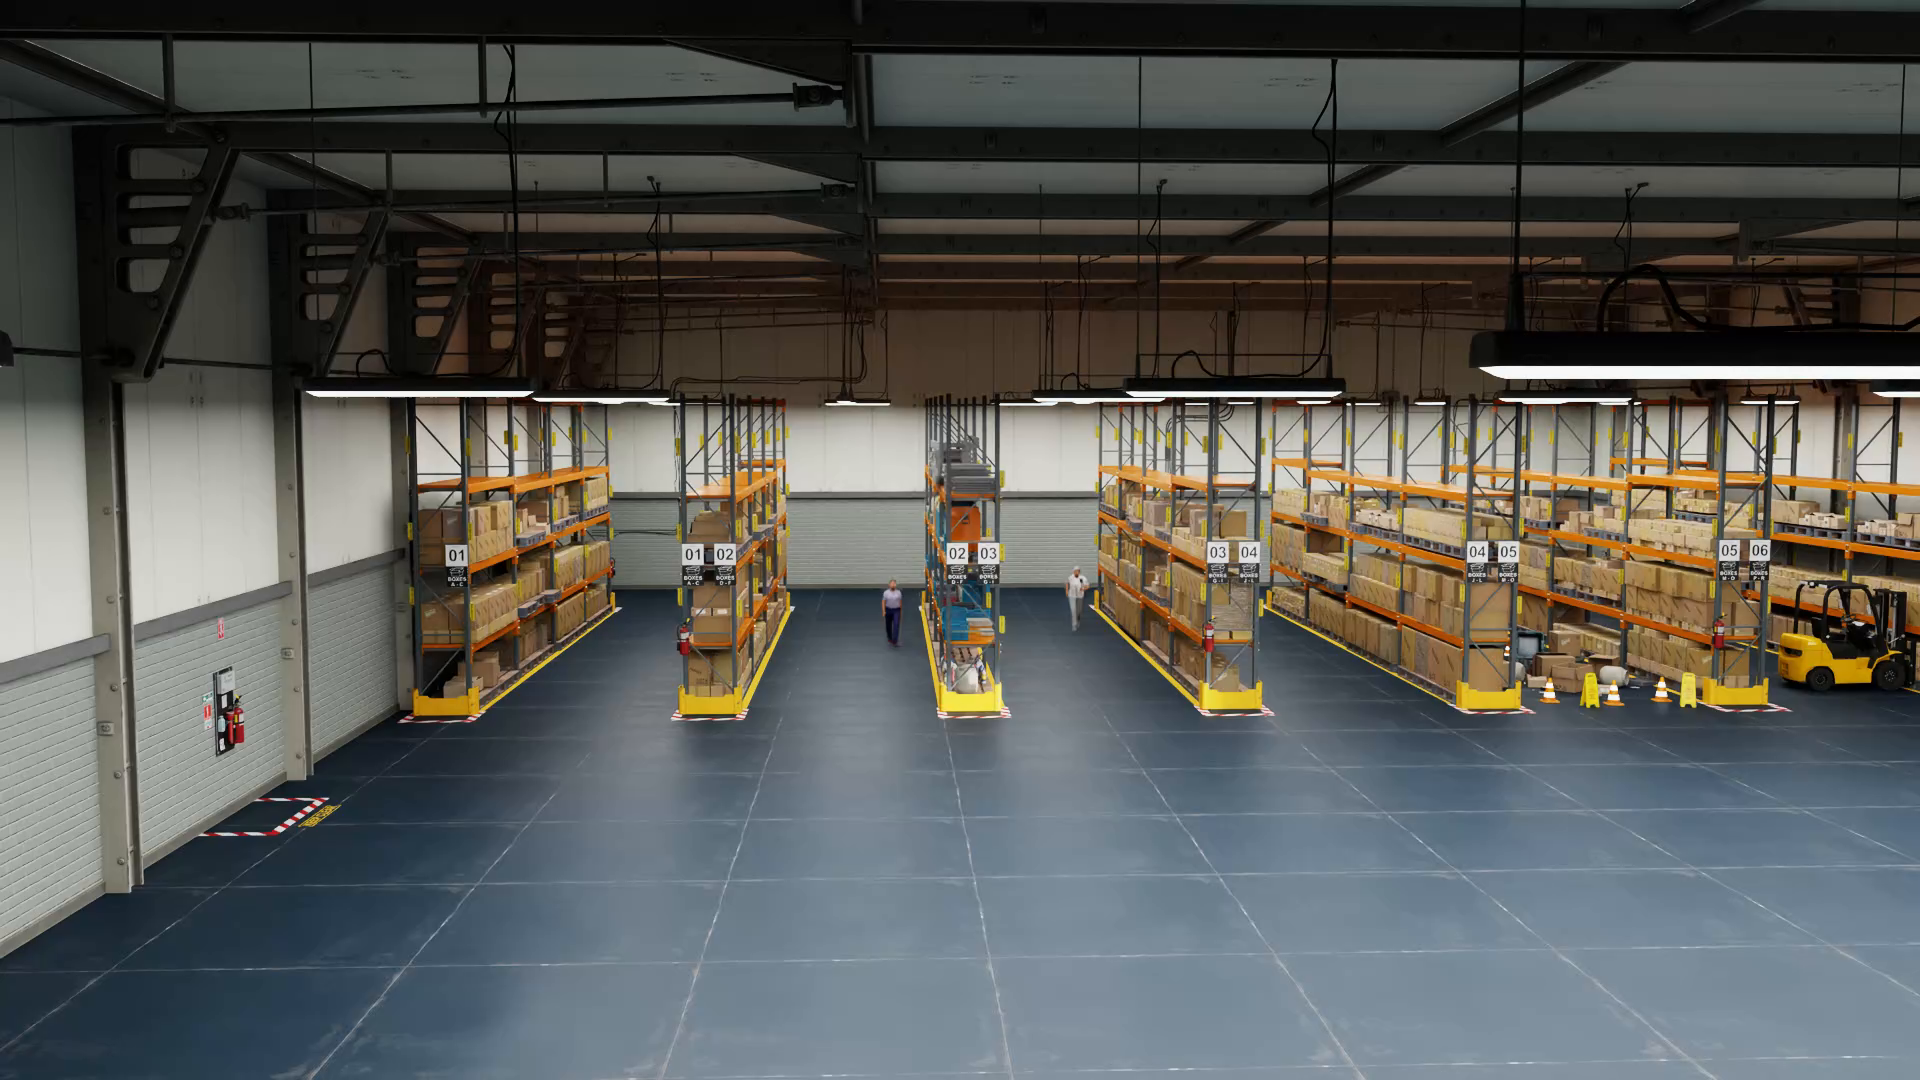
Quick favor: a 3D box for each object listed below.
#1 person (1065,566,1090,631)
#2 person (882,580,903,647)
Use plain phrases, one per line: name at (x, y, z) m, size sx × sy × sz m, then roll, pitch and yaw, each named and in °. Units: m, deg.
person at (3.040, 1.483, 42.942) m, size 0.615 × 1.617 × 1.028 m, roll 0°, pitch 5°, yaw 1°
person at (-1.629, 1.760, 40.146) m, size 0.508 × 1.586 × 0.943 m, roll 0°, pitch 5°, yaw 1°
